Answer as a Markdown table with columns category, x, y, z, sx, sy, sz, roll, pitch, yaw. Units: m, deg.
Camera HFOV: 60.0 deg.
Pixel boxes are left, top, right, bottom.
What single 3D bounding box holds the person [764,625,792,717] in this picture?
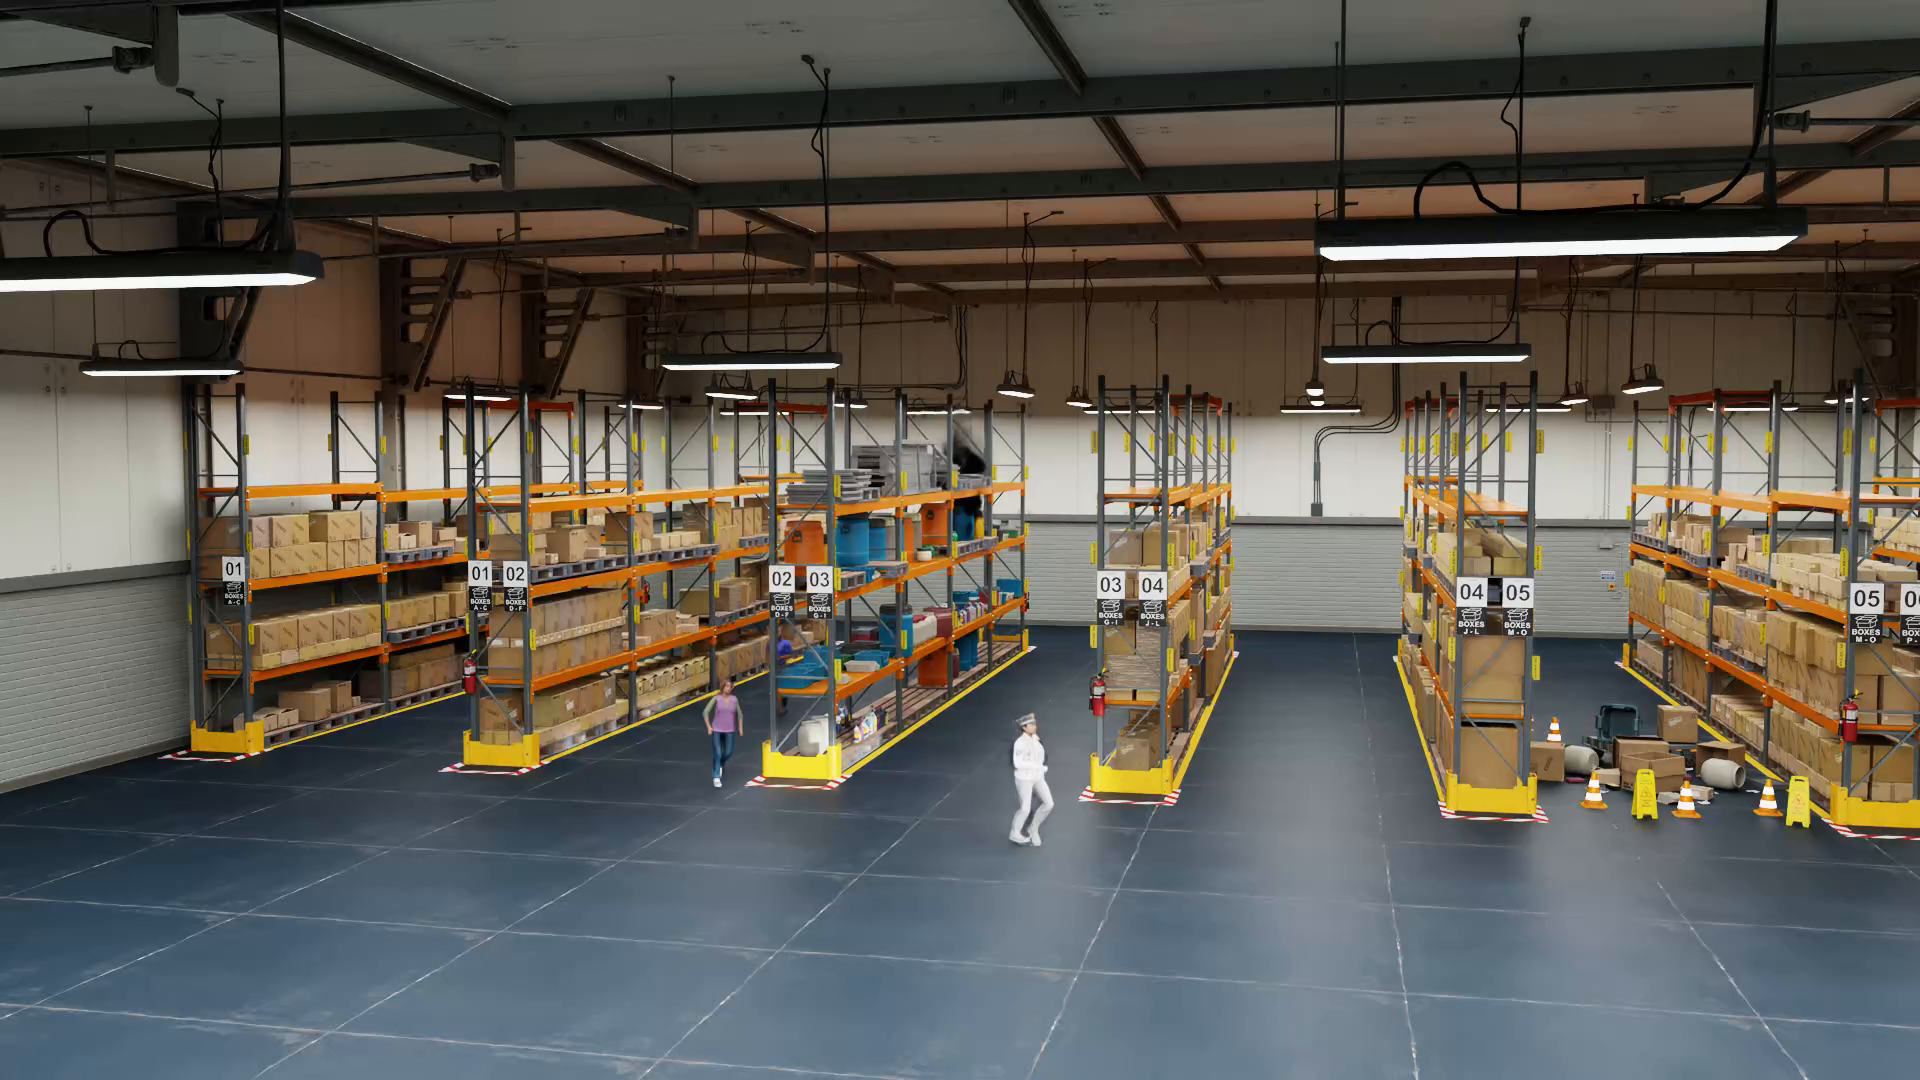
| category | x | y | z | sx | sy | sz | roll | pitch | yaw |
| --- | --- | --- | --- | --- | --- | --- | --- | --- | --- |
| person | -3.375 | 2.425 | 30.740 | 0.544 | 1.697 | 0.707 | 0 | 3 | 4 |

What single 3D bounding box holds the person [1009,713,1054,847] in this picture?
| category | x | y | z | sx | sy | sz | roll | pitch | yaw |
| --- | --- | --- | --- | --- | --- | --- | --- | --- | --- |
| person | 0.893 | 2.984 | 20.660 | 0.665 | 1.688 | 0.579 | 3 | 4 | 42 |

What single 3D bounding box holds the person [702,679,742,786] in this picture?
| category | x | y | z | sx | sy | sz | roll | pitch | yaw |
| --- | --- | --- | --- | --- | --- | --- | --- | --- | --- |
| person | -3.481 | 2.849 | 24.501 | 0.602 | 1.534 | 0.434 | -1 | 3 | -17 |
